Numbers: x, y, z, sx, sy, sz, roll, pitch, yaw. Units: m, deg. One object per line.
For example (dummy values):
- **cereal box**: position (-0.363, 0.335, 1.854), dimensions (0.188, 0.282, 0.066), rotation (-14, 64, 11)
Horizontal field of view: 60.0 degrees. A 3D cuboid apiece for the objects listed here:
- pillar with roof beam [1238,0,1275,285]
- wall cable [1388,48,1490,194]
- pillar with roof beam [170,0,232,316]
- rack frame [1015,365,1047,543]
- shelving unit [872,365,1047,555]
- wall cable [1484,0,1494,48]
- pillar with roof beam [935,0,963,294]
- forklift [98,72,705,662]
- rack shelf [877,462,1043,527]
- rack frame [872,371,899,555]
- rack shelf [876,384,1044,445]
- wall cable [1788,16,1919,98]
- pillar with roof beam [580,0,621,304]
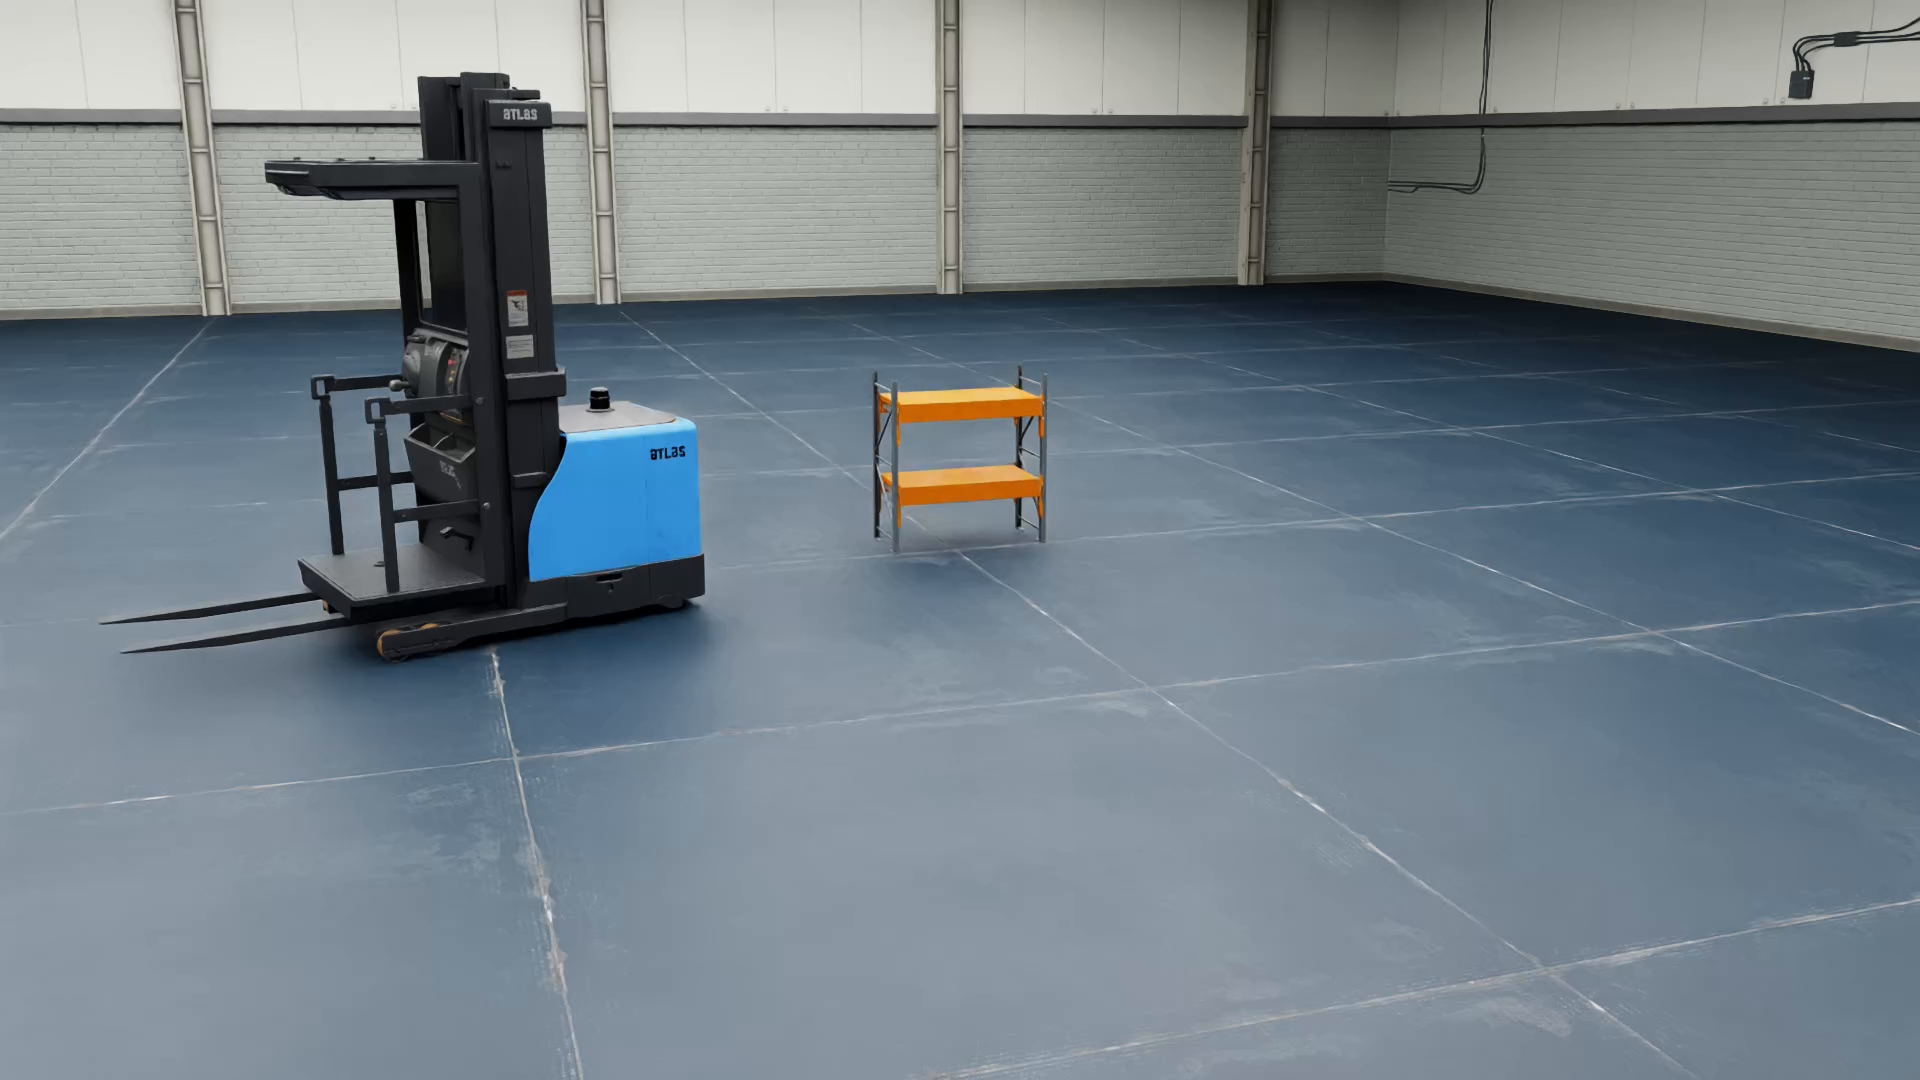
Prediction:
- **pillar with roof beam**: position (6.870, -8.273, 26.478), dimensions (0.400, 9.000, 9.100), rotation (-4, 14, -18)
- **wall cable**: position (8.711, -7.634, 30.502), dimensions (0.112, 2.526, 3.097), rotation (-4, 14, -18)
- **pillar with roof beam**: position (-10.190, -6.945, 20.893), dimensions (0.400, 9.000, 9.100), rotation (-4, 14, -18)
- **rack frame**: position (0.475, -0.584, 11.168), dimensions (0.032, 1.125, 0.500), rotation (-4, 14, -18)
- **shelving unit**: position (-0.006, -0.547, 11.011), dimensions (1.048, 1.125, 0.538), rotation (-4, 14, -18)
- **wall cable**: position (9.574, -9.498, 27.423), dimensions (0.112, 2.526, 3.097), rotation (-4, 14, -18)
- **pillar with roof beam**: position (1.183, -7.830, 24.617), dimensions (0.400, 9.000, 9.100), rotation (-4, 14, -18)
- **forklift**: position (-2.958, -0.939, 8.755), dimensions (3.031, 2.935, 1.130), rotation (-9, 16, -34)
- **rack shelf**: position (-0.006, -0.309, 11.067), dimensions (1.000, 0.278, 0.538), rotation (-4, 14, -18)
- **rack frame**: position (-0.488, -0.509, 10.853), dimensions (0.032, 1.125, 0.500), rotation (-4, 14, -18)
- **rack shelf**: position (-0.006, -0.831, 10.943), dimensions (1.000, 0.278, 0.538), rotation (-4, 14, -18)
- **wall cable**: position (11.724, -8.716, 20.991), dimensions (0.169, 6.003, 2.305), rotation (-4, 14, -18)
- **pillar with roof beam**: position (-4.503, -7.388, 22.755), dimensions (0.400, 9.000, 9.100), rotation (-4, 14, -18)
